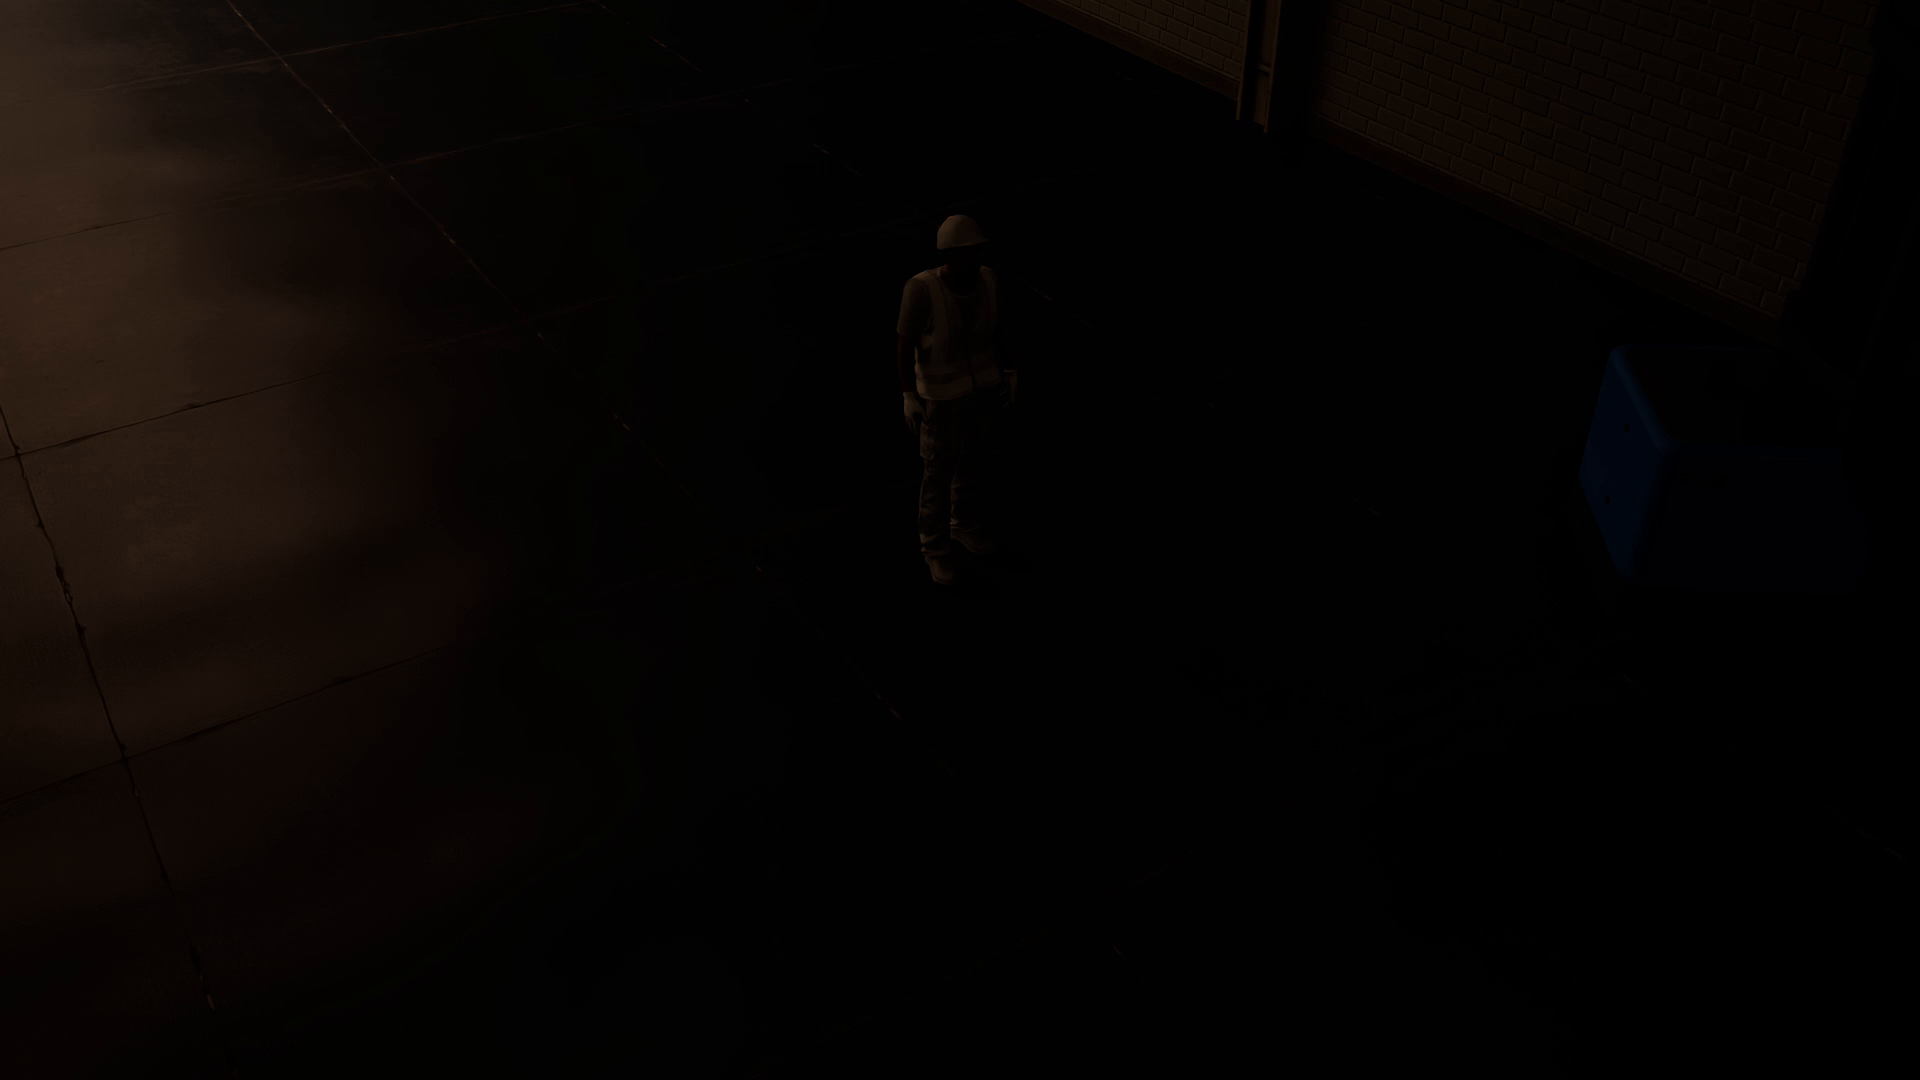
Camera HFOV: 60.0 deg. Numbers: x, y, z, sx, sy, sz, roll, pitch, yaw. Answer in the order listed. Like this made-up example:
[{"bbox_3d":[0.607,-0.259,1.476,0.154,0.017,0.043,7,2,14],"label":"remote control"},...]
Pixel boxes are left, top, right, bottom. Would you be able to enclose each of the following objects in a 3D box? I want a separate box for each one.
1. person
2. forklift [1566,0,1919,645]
[{"bbox_3d":[0.032,-0.698,8.127,0.657,1.785,0.575,-21,40,-27],"label":"person"},{"bbox_3d":[4.665,-0.955,7.507,3.031,2.935,1.130,2,35,4],"label":"forklift"}]
